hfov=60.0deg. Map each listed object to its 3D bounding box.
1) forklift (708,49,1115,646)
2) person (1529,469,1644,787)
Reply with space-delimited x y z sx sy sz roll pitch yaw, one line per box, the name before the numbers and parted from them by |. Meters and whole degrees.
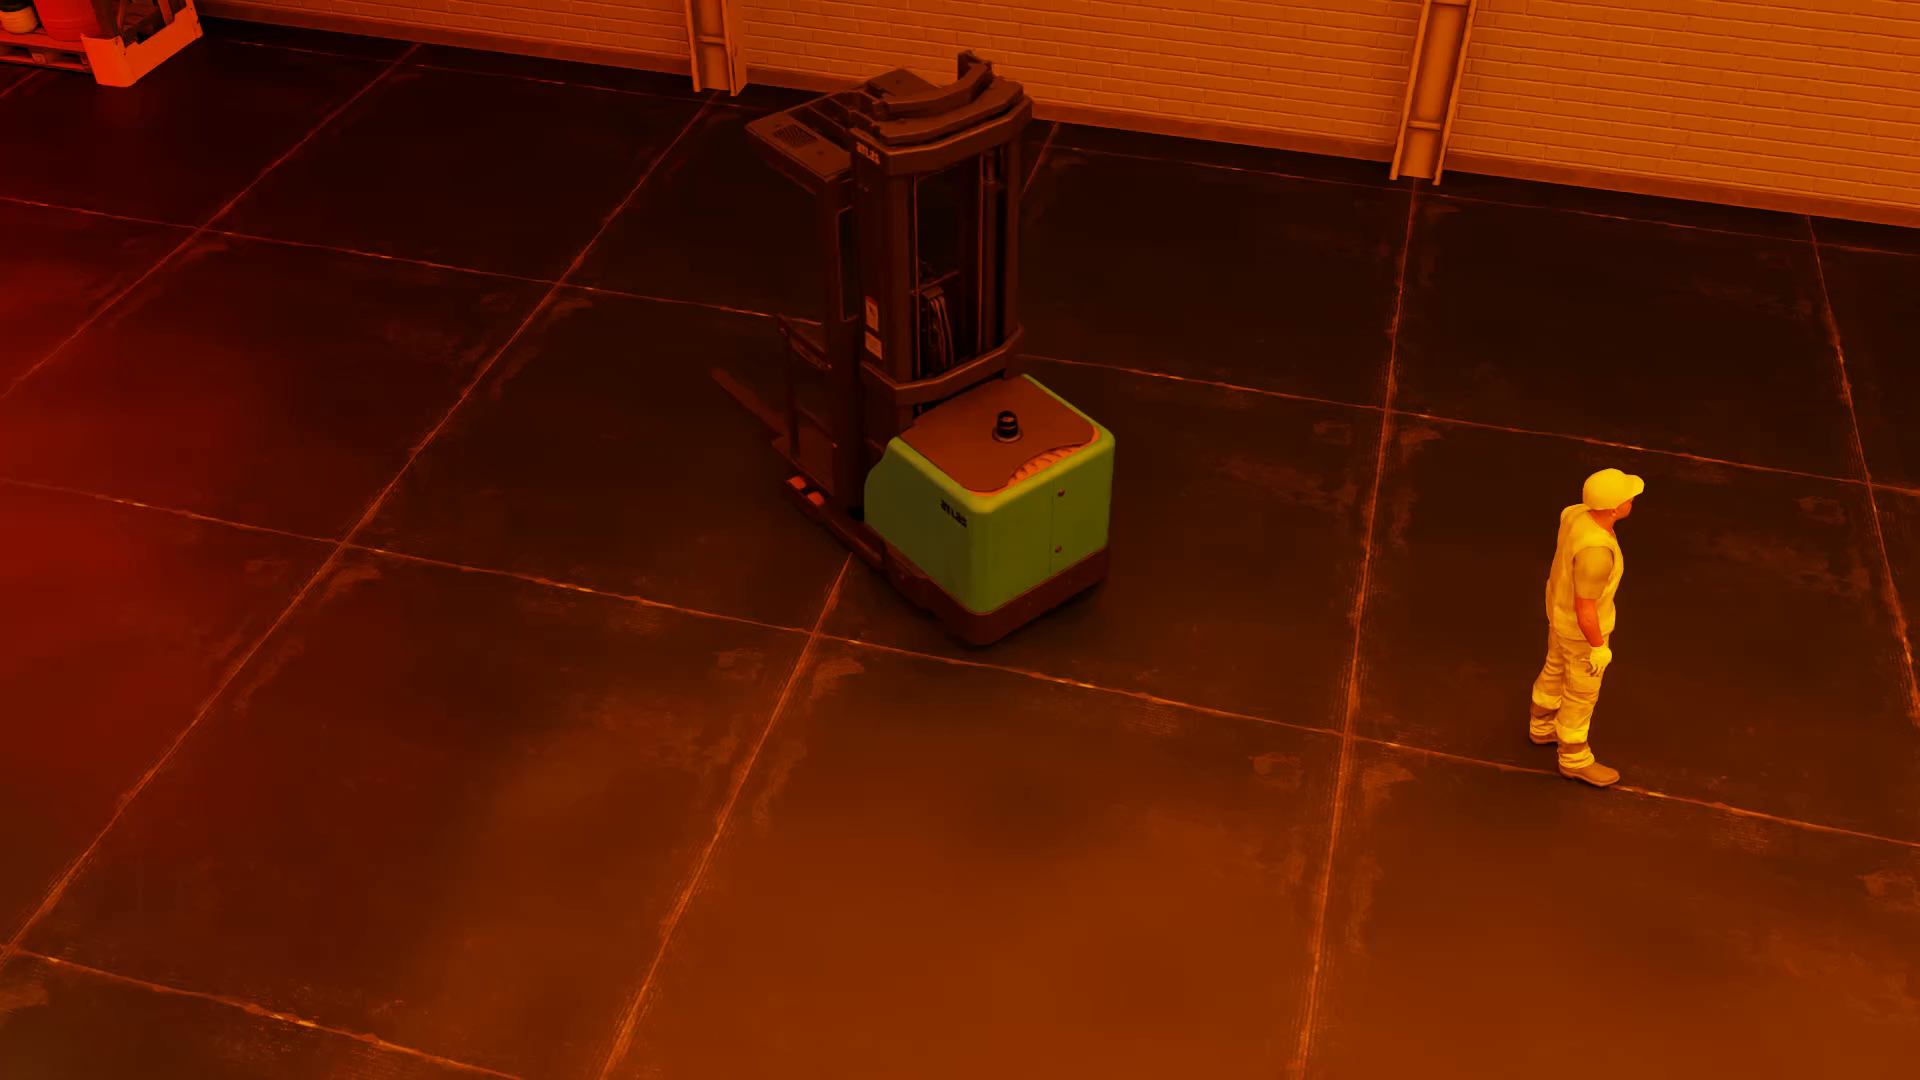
forklift | -0.452 -1.419 9.481 1.130 2.935 3.031 -28 49 -28
person | 3.163 0.398 8.263 0.563 1.789 0.637 4 41 5
